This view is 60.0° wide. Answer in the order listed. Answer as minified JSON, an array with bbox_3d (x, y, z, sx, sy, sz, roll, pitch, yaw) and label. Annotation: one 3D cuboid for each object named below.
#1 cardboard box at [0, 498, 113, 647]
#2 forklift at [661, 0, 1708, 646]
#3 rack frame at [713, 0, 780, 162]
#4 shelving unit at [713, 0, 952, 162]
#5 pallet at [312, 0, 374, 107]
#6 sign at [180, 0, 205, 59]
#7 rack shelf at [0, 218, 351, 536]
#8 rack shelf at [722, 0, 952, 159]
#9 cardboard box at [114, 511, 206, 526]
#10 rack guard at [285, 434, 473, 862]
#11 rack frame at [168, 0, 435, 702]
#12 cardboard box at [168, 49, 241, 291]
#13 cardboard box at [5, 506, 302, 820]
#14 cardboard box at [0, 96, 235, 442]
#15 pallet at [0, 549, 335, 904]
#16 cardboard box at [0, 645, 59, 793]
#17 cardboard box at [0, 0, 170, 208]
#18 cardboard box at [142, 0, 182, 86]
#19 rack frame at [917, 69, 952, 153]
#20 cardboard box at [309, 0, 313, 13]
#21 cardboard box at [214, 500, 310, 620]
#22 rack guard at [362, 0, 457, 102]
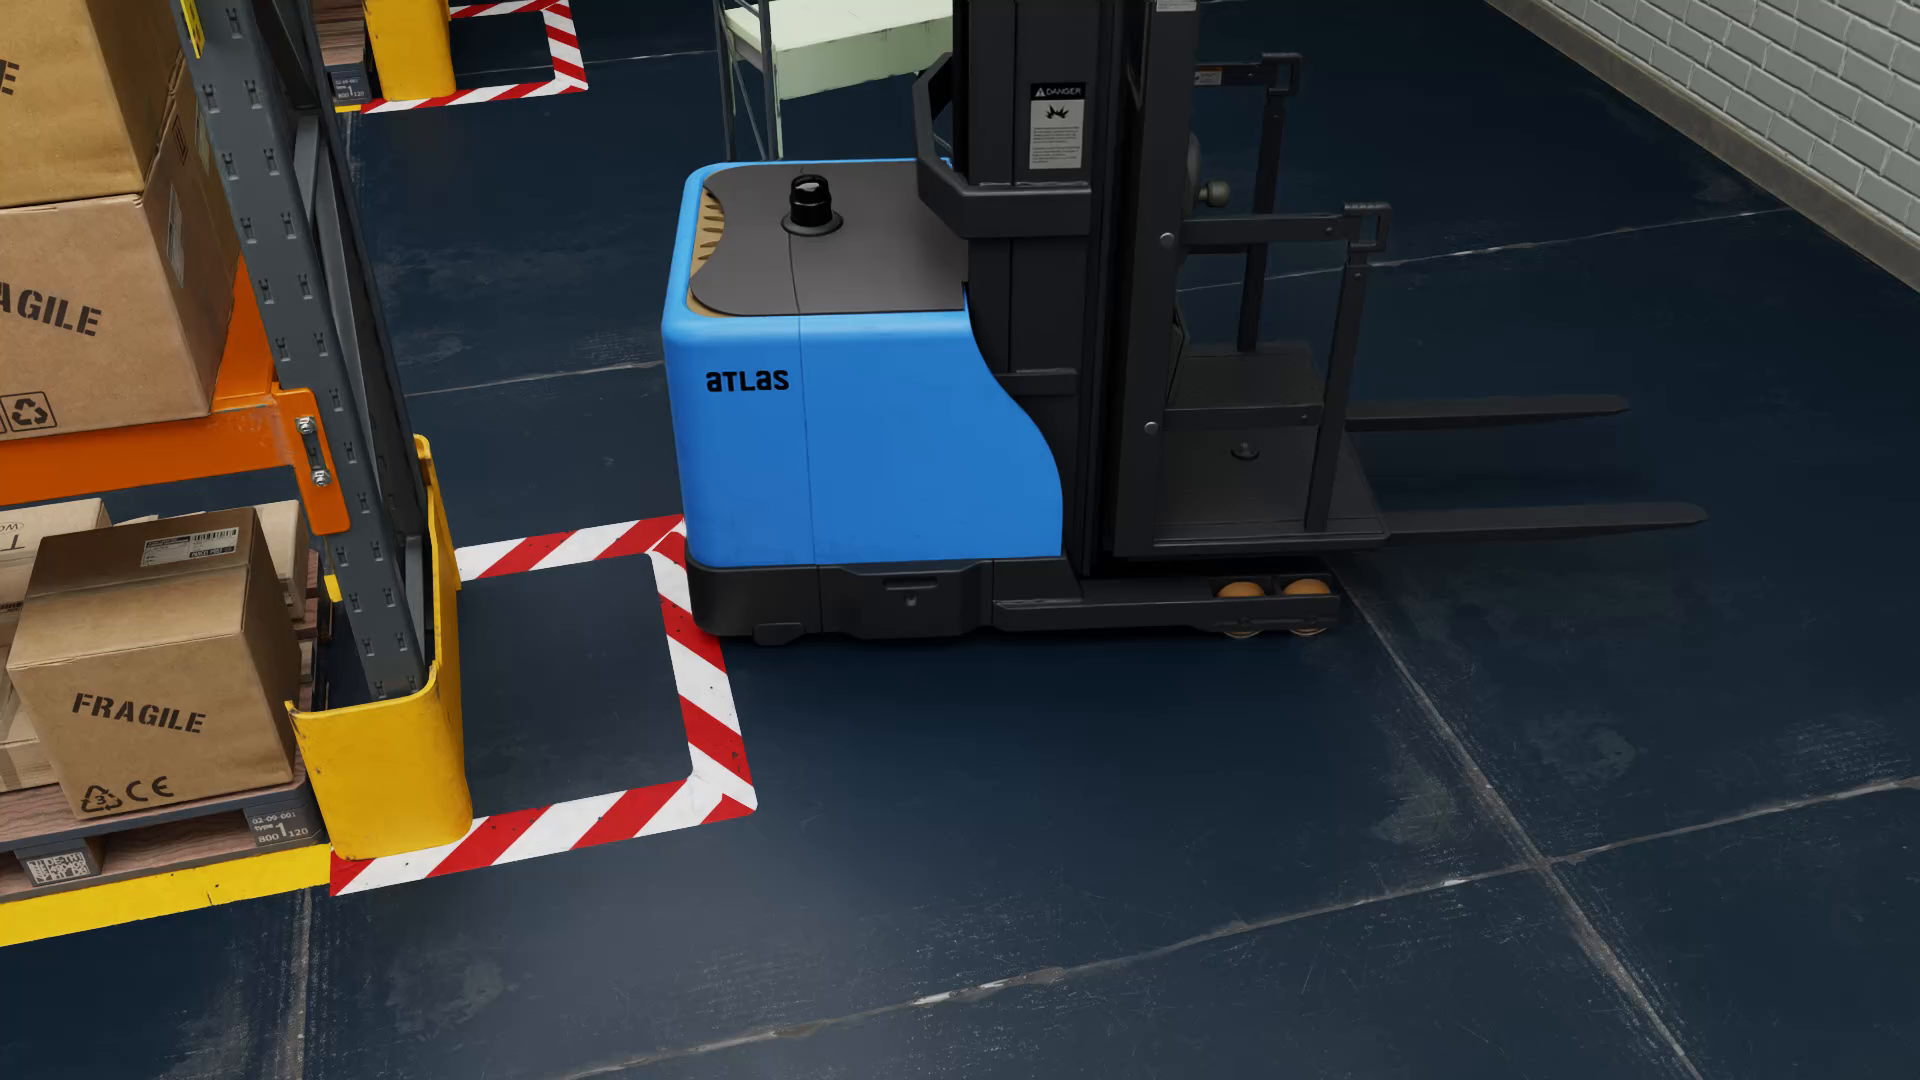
[{"bbox_3d":[-2.570,0.162,4.470,0.500,0.250,0.500,-9,38,-12],"label":"cardboard box"},{"bbox_3d":[0.707,-1.199,4.405,3.031,2.935,1.130,-2,37,-3],"label":"forklift"},{"bbox_3d":[-0.678,-1.147,5.516,0.023,1.500,0.400,-19,41,-23],"label":"rack frame"},{"bbox_3d":[-0.360,-1.258,5.661,0.755,1.500,0.431,-19,41,-23],"label":"shelving unit"},{"bbox_3d":[-3.535,-2.379,8.186,1.213,0.211,1.003,-9,38,-12],"label":"pallet"},{"bbox_3d":[-1.363,-1.011,2.889,0.005,0.325,0.100,-9,38,-12],"label":"sign"},{"bbox_3d":[-3.419,-0.151,3.571,4.000,0.370,1.077,-9,38,-12],"label":"rack shelf"},{"bbox_3d":[-0.360,-1.568,5.423,0.720,0.370,0.431,-19,41,-23],"label":"rack shelf"},{"bbox_3d":[-2.224,0.101,4.619,0.250,0.166,0.380,-9,38,-12],"label":"cardboard box"},{"bbox_3d":[-1.562,0.251,4.511,0.348,0.500,1.175,-9,38,-12],"label":"rack guard"},{"bbox_3d":[-1.489,-0.754,3.767,0.127,3.000,1.000,-9,38,-12],"label":"rack frame"},{"bbox_3d":[-1.986,-0.878,3.847,0.500,0.500,0.500,-9,38,-11],"label":"cardboard box"},{"bbox_3d":[-1.949,0.295,4.091,0.500,0.500,0.500,-9,38,-12],"label":"cardboard box"},{"bbox_3d":[-1.850,-0.563,3.435,0.500,0.500,0.500,-8,38,-11],"label":"cardboard box"},{"bbox_3d":[-2.331,0.493,4.433,1.213,0.211,1.003,-9,38,-12],"label":"pallet"},{"bbox_3d":[-2.364,0.439,4.178,0.250,0.166,0.380,-9,38,-12],"label":"cardboard box"},{"bbox_3d":[-1.847,-0.959,3.130,0.500,0.500,0.500,-10,38,-12],"label":"cardboard box"},{"bbox_3d":[-1.986,-1.275,3.543,0.500,0.500,0.500,-8,38,-11],"label":"cardboard box"},{"bbox_3d":[-0.043,-1.369,5.806,0.023,1.500,0.400,-19,41,-23],"label":"rack frame"},{"bbox_3d":[-3.433,-2.663,7.975,0.500,0.500,0.700,-9,38,-12],"label":"cardboard box"},{"bbox_3d":[-1.983,0.068,4.676,0.250,0.149,0.380,-9,38,-12],"label":"cardboard box"},{"bbox_3d":[-2.761,-2.670,8.329,0.348,0.500,1.175,-9,38,-12],"label":"rack guard"}]
